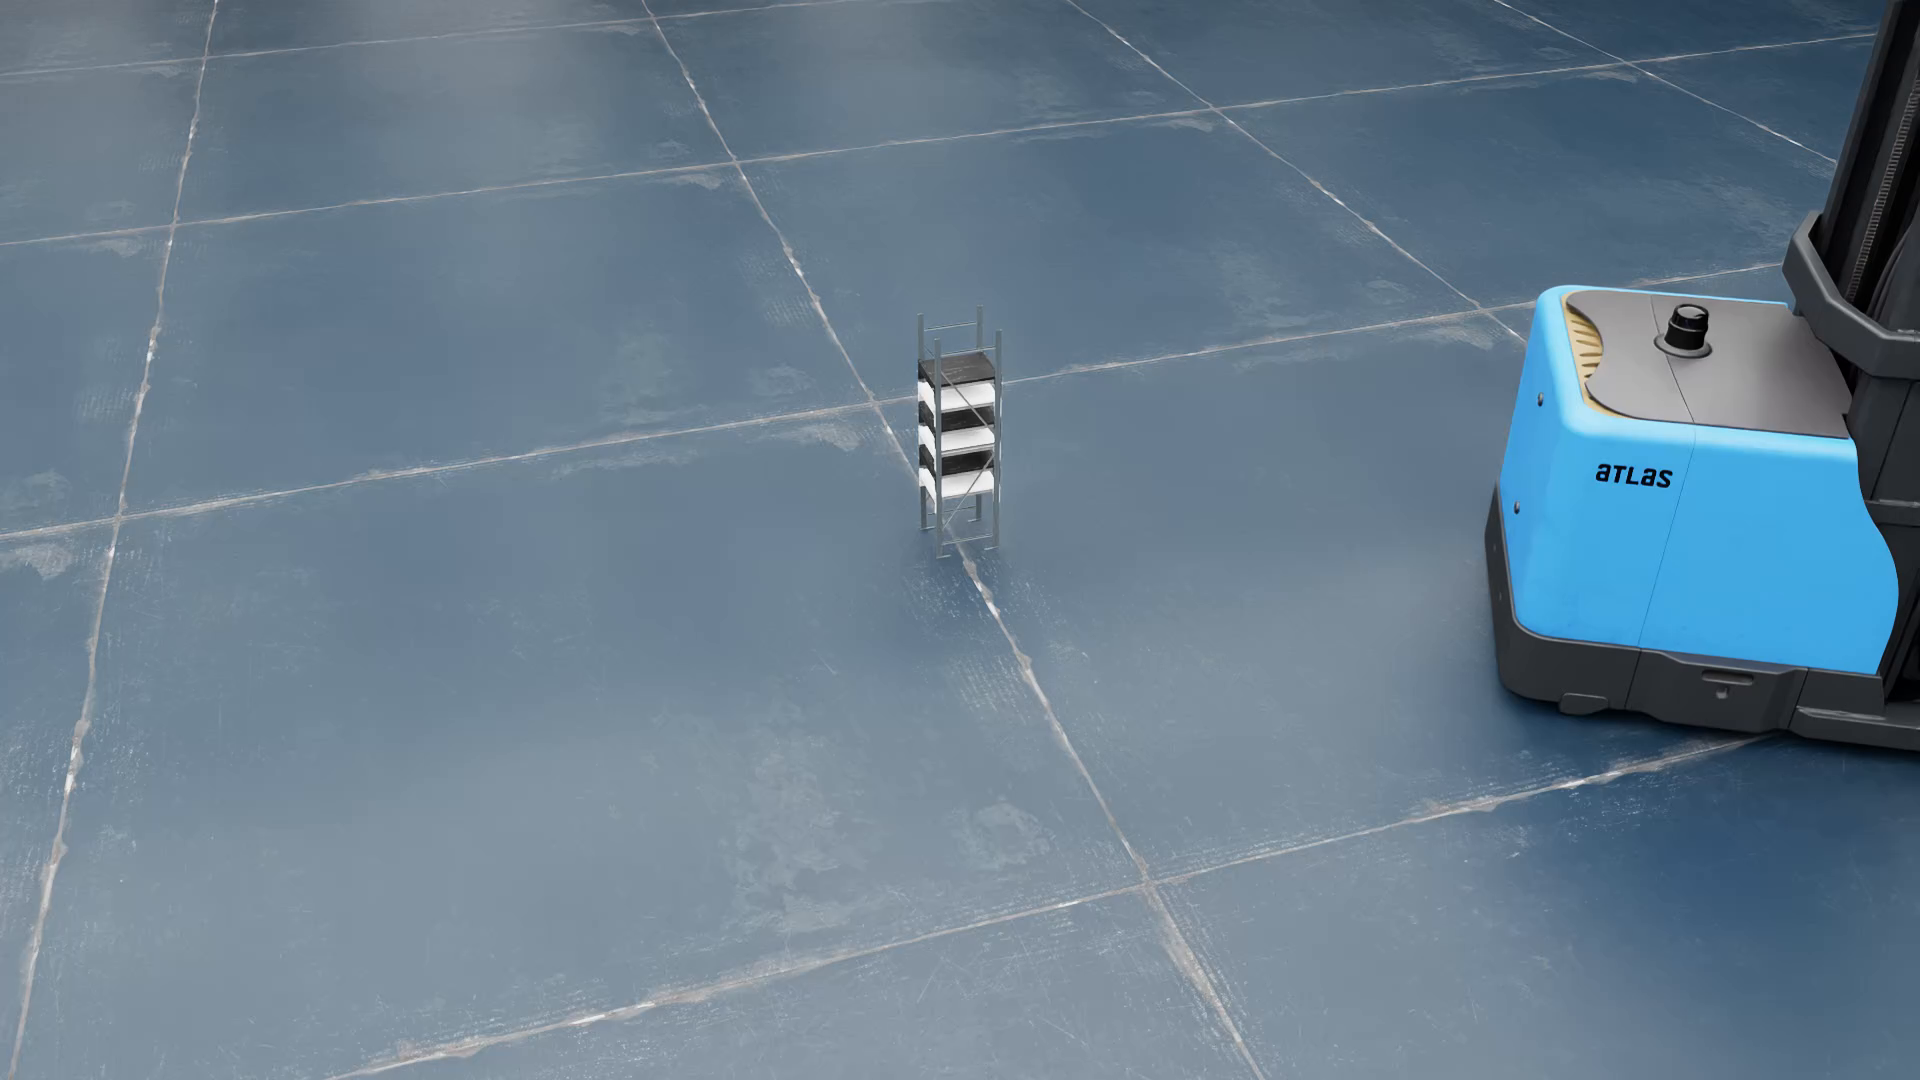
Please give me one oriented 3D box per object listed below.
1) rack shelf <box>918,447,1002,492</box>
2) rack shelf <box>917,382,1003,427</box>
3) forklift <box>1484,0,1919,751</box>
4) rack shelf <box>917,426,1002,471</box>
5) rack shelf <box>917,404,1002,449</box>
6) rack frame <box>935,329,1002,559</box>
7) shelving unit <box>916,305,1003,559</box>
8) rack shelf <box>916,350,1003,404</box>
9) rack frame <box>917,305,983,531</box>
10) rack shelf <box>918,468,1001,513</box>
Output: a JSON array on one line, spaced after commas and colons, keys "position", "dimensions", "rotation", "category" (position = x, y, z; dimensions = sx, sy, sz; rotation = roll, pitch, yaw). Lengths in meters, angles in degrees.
[{"position": [-0.002, -0.277, 6.076], "dimensions": [0.258, 0.077, 0.200], "rotation": [-10, 35, -15], "category": "rack shelf"}, {"position": [-0.002, -0.502, 5.928], "dimensions": [0.258, 0.077, 0.200], "rotation": [-10, 35, -15], "category": "rack shelf"}, {"position": [3.334, -0.779, 4.770], "dimensions": [3.031, 2.935, 1.130], "rotation": [6, 34, 10], "category": "forklift"}, {"position": [-0.002, -0.352, 6.027], "dimensions": [0.258, 0.077, 0.200], "rotation": [-10, 35, -15], "category": "rack shelf"}, {"position": [-0.002, -0.427, 5.977], "dimensions": [0.258, 0.077, 0.200], "rotation": [-10, 35, -15], "category": "rack shelf"}, {"position": [0.029, -0.326, 5.928], "dimensions": [0.240, 0.900, 0.006], "rotation": [-10, 35, -15], "category": "rack frame"}, {"position": [-0.002, -0.380, 6.008], "dimensions": [0.258, 0.900, 0.210], "rotation": [-10, 35, -15], "category": "shelving unit"}, {"position": [-0.002, -0.577, 5.878], "dimensions": [0.258, 0.077, 0.200], "rotation": [-10, 35, -15], "category": "rack shelf"}, {"position": [-0.033, -0.433, 6.089], "dimensions": [0.240, 0.900, 0.006], "rotation": [-10, 35, -15], "category": "rack frame"}, {"position": [-0.002, -0.202, 6.126], "dimensions": [0.258, 0.077, 0.200], "rotation": [-10, 35, -15], "category": "rack shelf"}]
